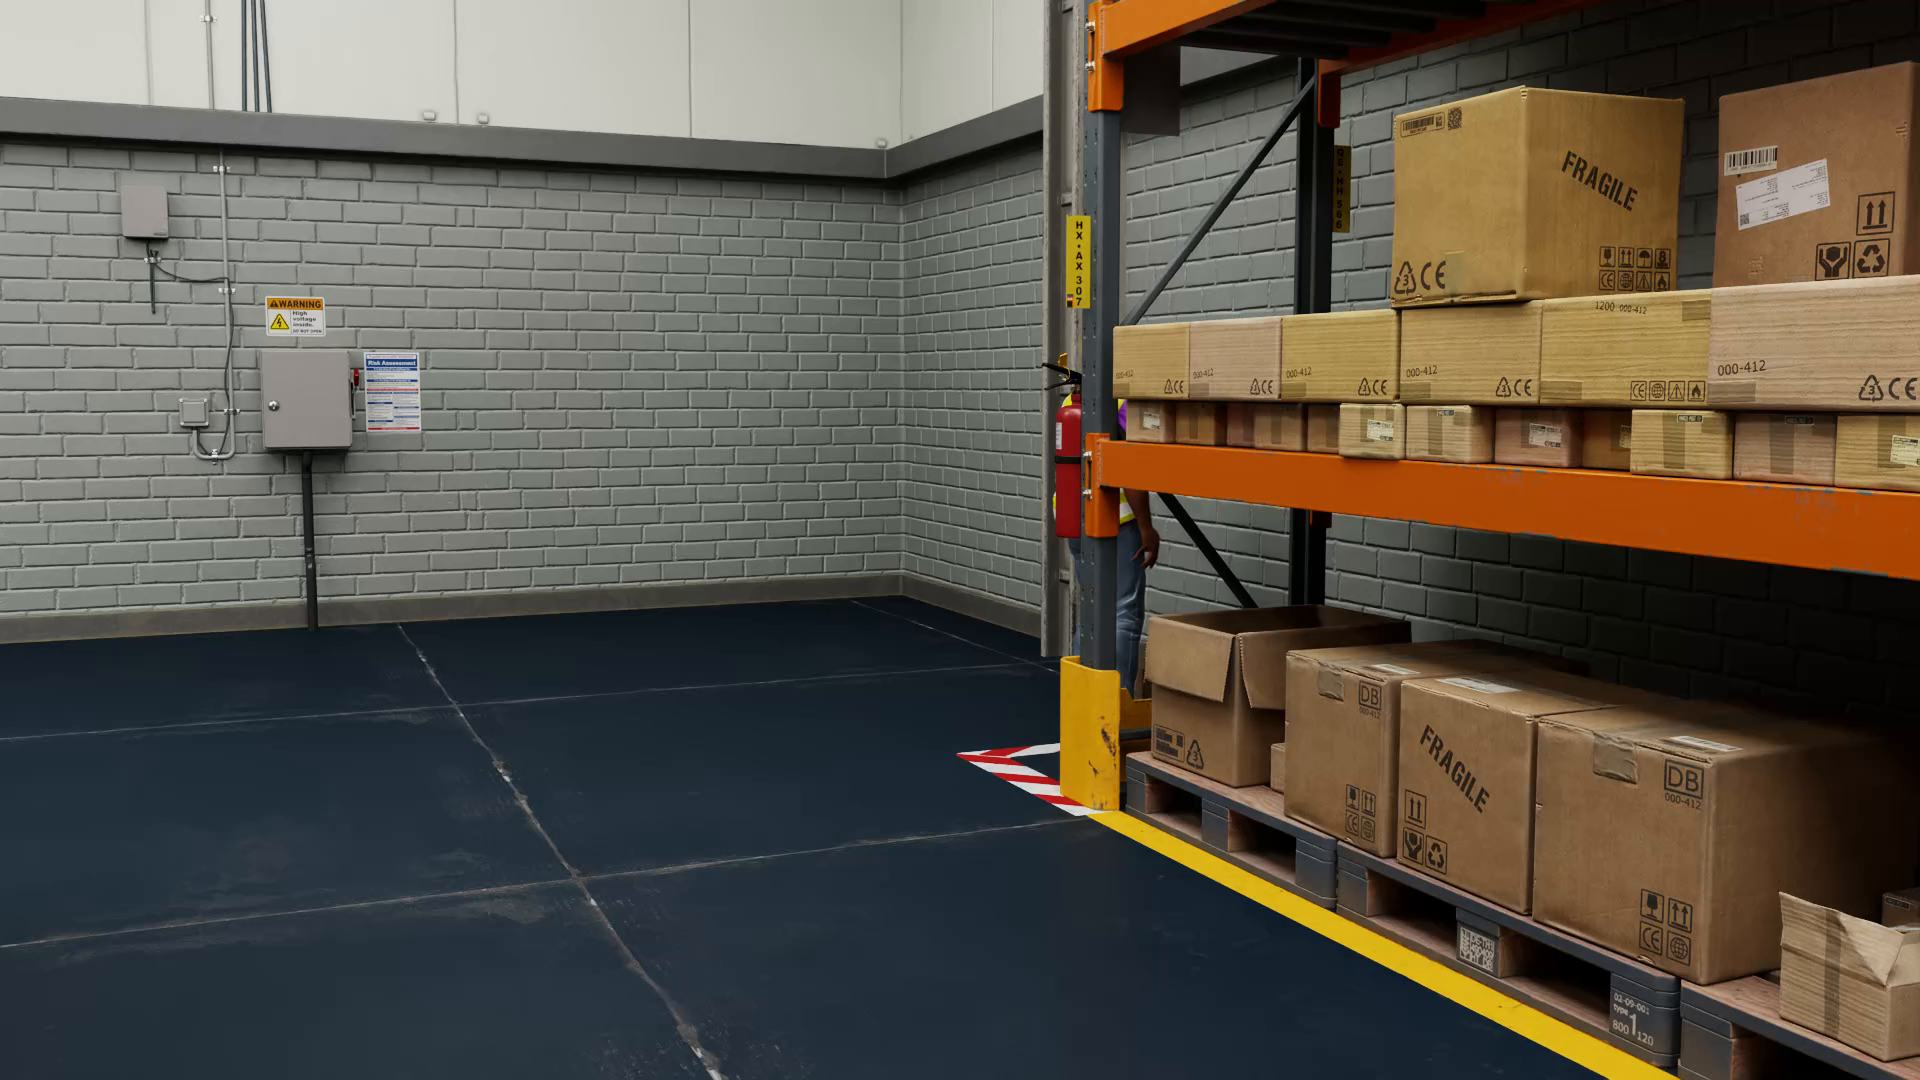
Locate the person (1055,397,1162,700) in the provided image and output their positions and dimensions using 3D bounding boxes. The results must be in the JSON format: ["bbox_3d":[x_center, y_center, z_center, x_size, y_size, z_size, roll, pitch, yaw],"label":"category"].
[{"bbox_3d":[0.672,-0.064,7.355,0.461,1.761,0.637,-3,6,-25],"label":"person"}]
